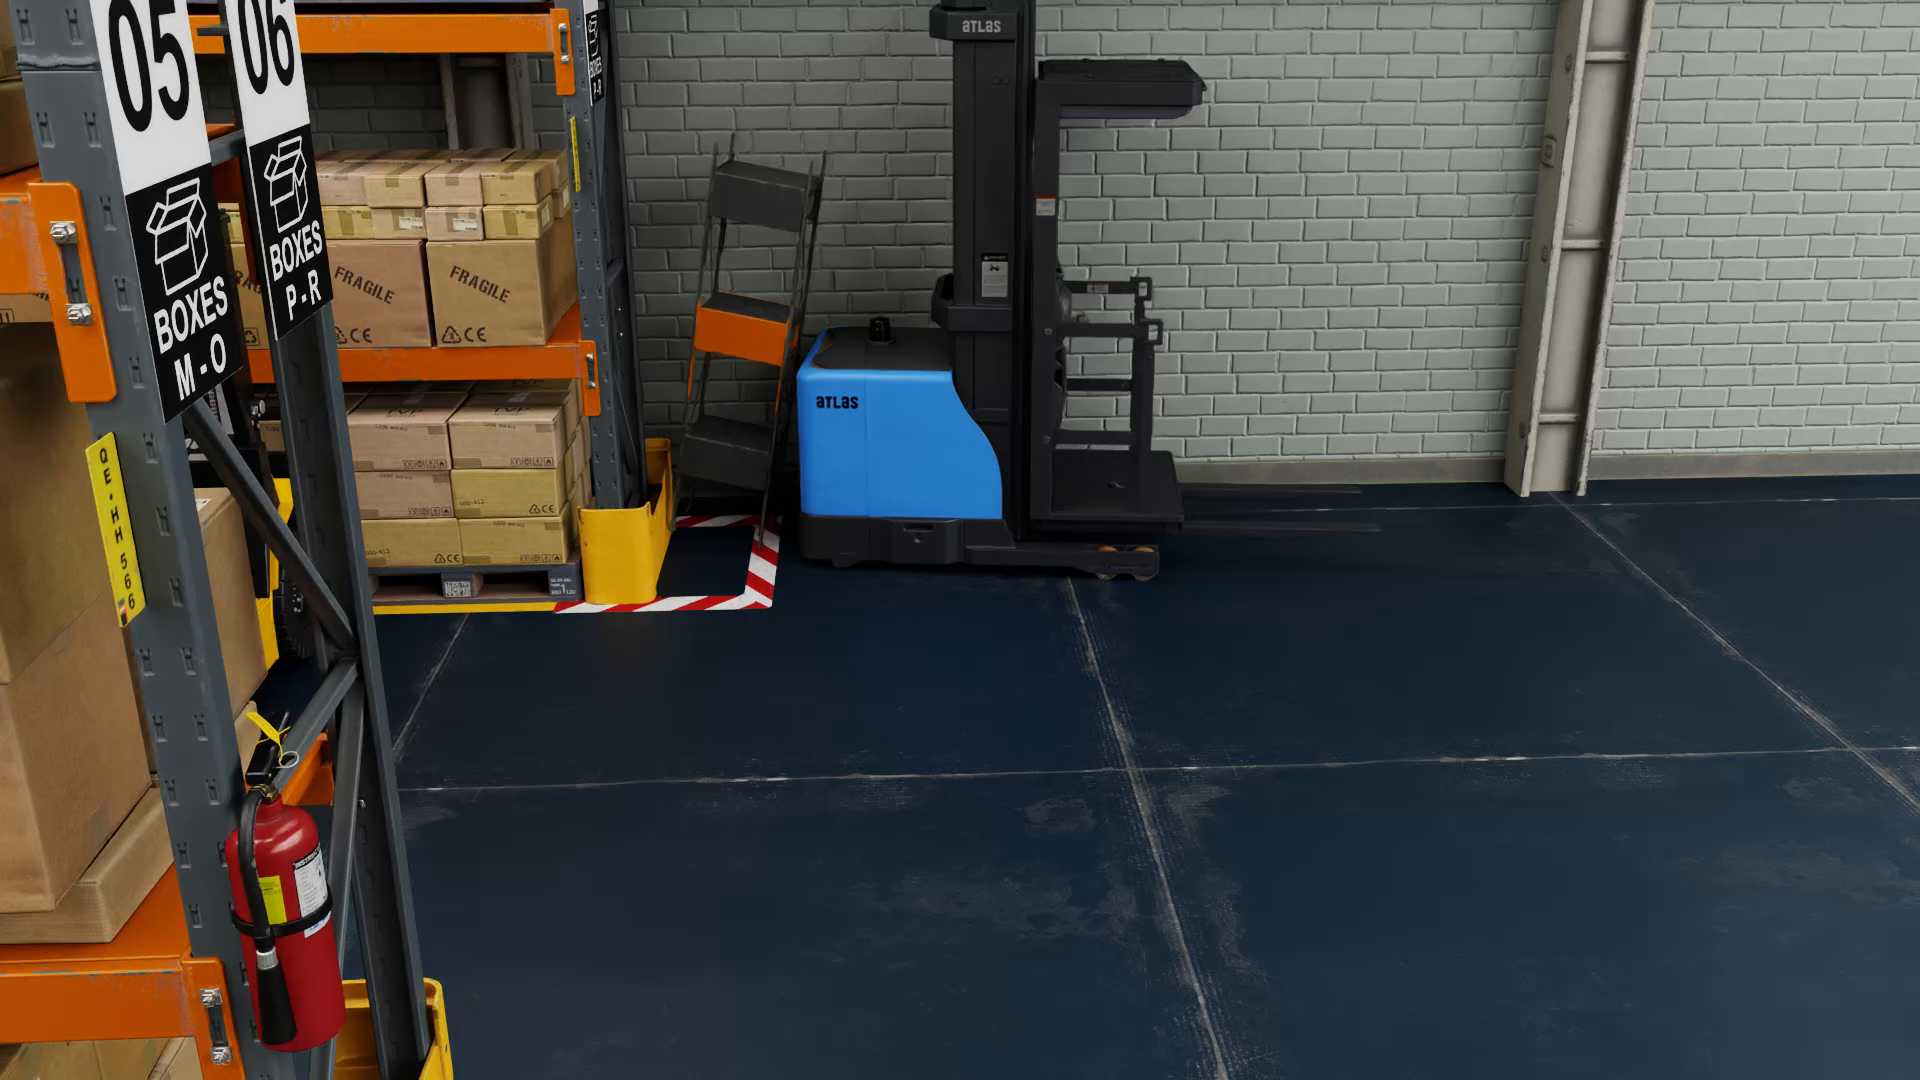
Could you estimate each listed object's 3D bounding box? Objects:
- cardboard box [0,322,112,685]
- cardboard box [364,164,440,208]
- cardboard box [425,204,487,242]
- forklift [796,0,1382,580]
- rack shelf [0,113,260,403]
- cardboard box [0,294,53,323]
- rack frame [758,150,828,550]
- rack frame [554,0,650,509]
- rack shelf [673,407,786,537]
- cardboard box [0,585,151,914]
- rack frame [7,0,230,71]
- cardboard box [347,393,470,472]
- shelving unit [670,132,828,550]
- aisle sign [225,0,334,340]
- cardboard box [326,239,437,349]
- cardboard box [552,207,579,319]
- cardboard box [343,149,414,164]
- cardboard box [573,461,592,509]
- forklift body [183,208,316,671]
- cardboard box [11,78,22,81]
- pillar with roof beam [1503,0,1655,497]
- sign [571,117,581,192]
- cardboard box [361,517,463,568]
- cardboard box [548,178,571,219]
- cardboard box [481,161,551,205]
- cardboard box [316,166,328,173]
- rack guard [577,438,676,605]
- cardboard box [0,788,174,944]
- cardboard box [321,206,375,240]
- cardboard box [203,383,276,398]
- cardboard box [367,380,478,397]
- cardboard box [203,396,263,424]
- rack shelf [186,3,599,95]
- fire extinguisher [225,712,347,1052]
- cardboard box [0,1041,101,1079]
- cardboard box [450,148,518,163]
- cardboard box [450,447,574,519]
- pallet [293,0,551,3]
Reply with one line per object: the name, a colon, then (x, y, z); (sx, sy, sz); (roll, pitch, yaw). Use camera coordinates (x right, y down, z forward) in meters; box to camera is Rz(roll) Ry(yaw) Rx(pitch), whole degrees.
cardboard box: (-1.968, -0.090, 3.178); (0.500, 0.500, 0.700); (-2, 21, -4)
cardboard box: (-2.607, -1.664, 7.805); (0.250, 0.149, 0.380); (-1, 21, -2)
cardboard box: (-2.341, -1.516, 7.834); (0.250, 0.149, 0.380); (-1, 21, -2)
forklift: (0.694, -1.359, 8.571); (3.031, 2.935, 1.130); (1, 21, 3)
rack shelf: (-3.467, -0.550, 3.145); (4.000, 0.370, 1.077); (-1, 21, -3)
cardboard box: (-4.269, -1.197, 7.909); (0.500, 0.500, 0.500); (-1, 21, -4)
rack frame: (-0.887, -0.978, 8.775); (0.015, 2.100, 0.400); (11, 22, 2)
rack frame: (-1.758, -1.288, 8.288); (0.127, 3.000, 1.000); (-1, 21, -3)
rack shelf: (-1.246, -0.374, 9.048); (0.480, 0.518, 0.431); (11, 22, 2)
cardboard box: (-1.997, 0.398, 3.301); (0.500, 0.500, 0.500); (-2, 21, -4)
rack frame: (-1.470, -2.329, 2.590); (0.127, 3.000, 1.000); (-1, 21, -3)
cardboard box: (-2.709, -0.534, 8.177); (0.500, 0.250, 0.500); (-1, 21, -2)
shelving unit: (-1.126, -1.026, 8.785); (0.503, 2.100, 0.431); (11, 22, 2)
aisle sign: (-1.426, -0.851, 3.487); (0.004, 0.787, 0.394); (-1, 21, -3)
cardboard box: (-2.752, -1.224, 7.980); (0.500, 0.500, 0.500); (-1, 21, -1)
cardboard box: (-2.268, -1.423, 8.503); (0.500, 0.500, 0.500); (0, 21, -1)
cardboard box: (-2.879, -1.843, 8.275); (0.250, 0.149, 0.380); (-1, 21, -3)
cardboard box: (-2.259, -0.259, 8.859); (0.500, 0.250, 0.500); (-1, 21, -3)
forklift body: (-3.547, -0.205, 6.636); (1.214, 2.155, 2.313); (-1, 21, -3)
cardboard box: (-1.820, -0.918, 3.454); (0.250, 0.149, 0.380); (-1, 21, -3)
pillar with roof beam: (3.732, -2.990, 4.328); (0.400, 9.000, 9.100); (-1, 21, -3)
sign: (-1.740, -1.747, 7.533); (0.005, 0.325, 0.100); (-1, 21, -3)
cardboard box: (-2.706, -0.071, 8.365); (0.500, 0.250, 0.500); (-1, 21, -3)
cardboard box: (-2.111, -1.723, 8.379); (0.250, 0.149, 0.380); (-2, 21, -4)
cardboard box: (-2.103, -1.695, 7.887); (0.250, 0.149, 0.380); (-1, 21, -3)
cardboard box: (-3.114, -1.640, 7.744); (0.250, 0.149, 0.380); (-1, 21, -2)
rack guard: (-1.734, -0.120, 8.735); (0.348, 0.500, 1.175); (-1, 21, -3)
cardboard box: (-1.832, 0.676, 3.483); (0.250, 0.149, 0.380); (0, 21, -1)
cardboard box: (-2.852, -1.531, 7.875); (0.250, 0.149, 0.380); (-1, 21, -3)
cardboard box: (-3.759, -0.698, 8.608); (0.500, 0.250, 0.500); (-2, 21, -4)
cardboard box: (-2.747, -0.713, 8.646); (0.500, 0.250, 0.500); (-1, 21, -3)
cardboard box: (-3.718, -0.513, 8.121); (0.500, 0.250, 0.500); (-2, 21, -4)
rack shelf: (-3.754, -2.313, 7.776); (4.000, 0.370, 1.077); (-1, 21, -3)
fire extinguisher: (-1.330, 0.673, 3.247); (0.183, 0.674, 0.296); (-1, 21, -3)
cardboard box: (-2.255, 1.322, 3.652); (0.500, 0.500, 0.500); (-1, 21, -3)
cardboard box: (-2.374, -1.863, 8.328); (0.250, 0.149, 0.380); (0, 21, -1)
cardboard box: (-2.226, -0.312, 8.296); (0.500, 0.250, 0.500); (-1, 21, -4)
pallet: (-2.465, -2.643, 7.757); (1.213, 0.211, 1.003); (-1, 21, -3)
